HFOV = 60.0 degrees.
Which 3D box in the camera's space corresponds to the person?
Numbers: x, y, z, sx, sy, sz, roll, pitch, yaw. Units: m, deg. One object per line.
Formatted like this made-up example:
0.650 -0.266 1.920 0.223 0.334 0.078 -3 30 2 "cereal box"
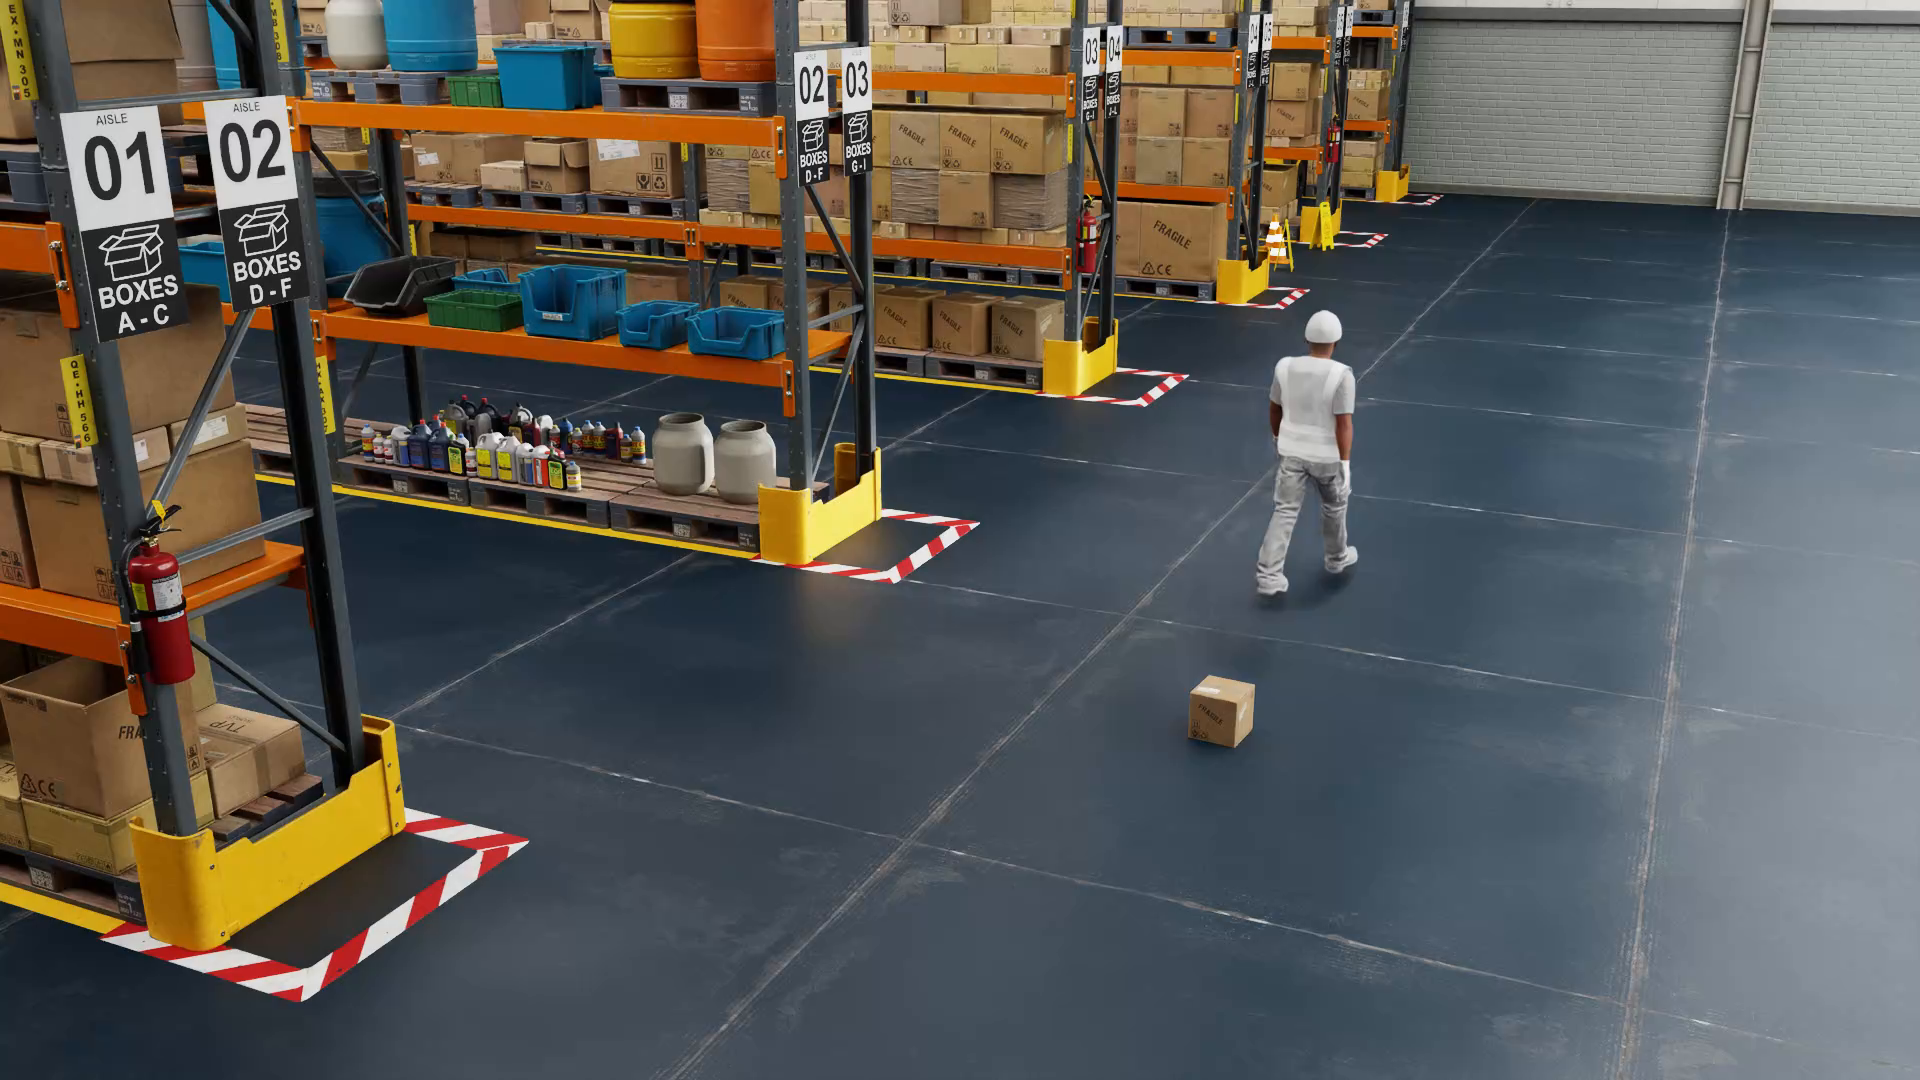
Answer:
2.162 -0.555 10.160 0.607 1.740 1.052 11 22 29 "person"
